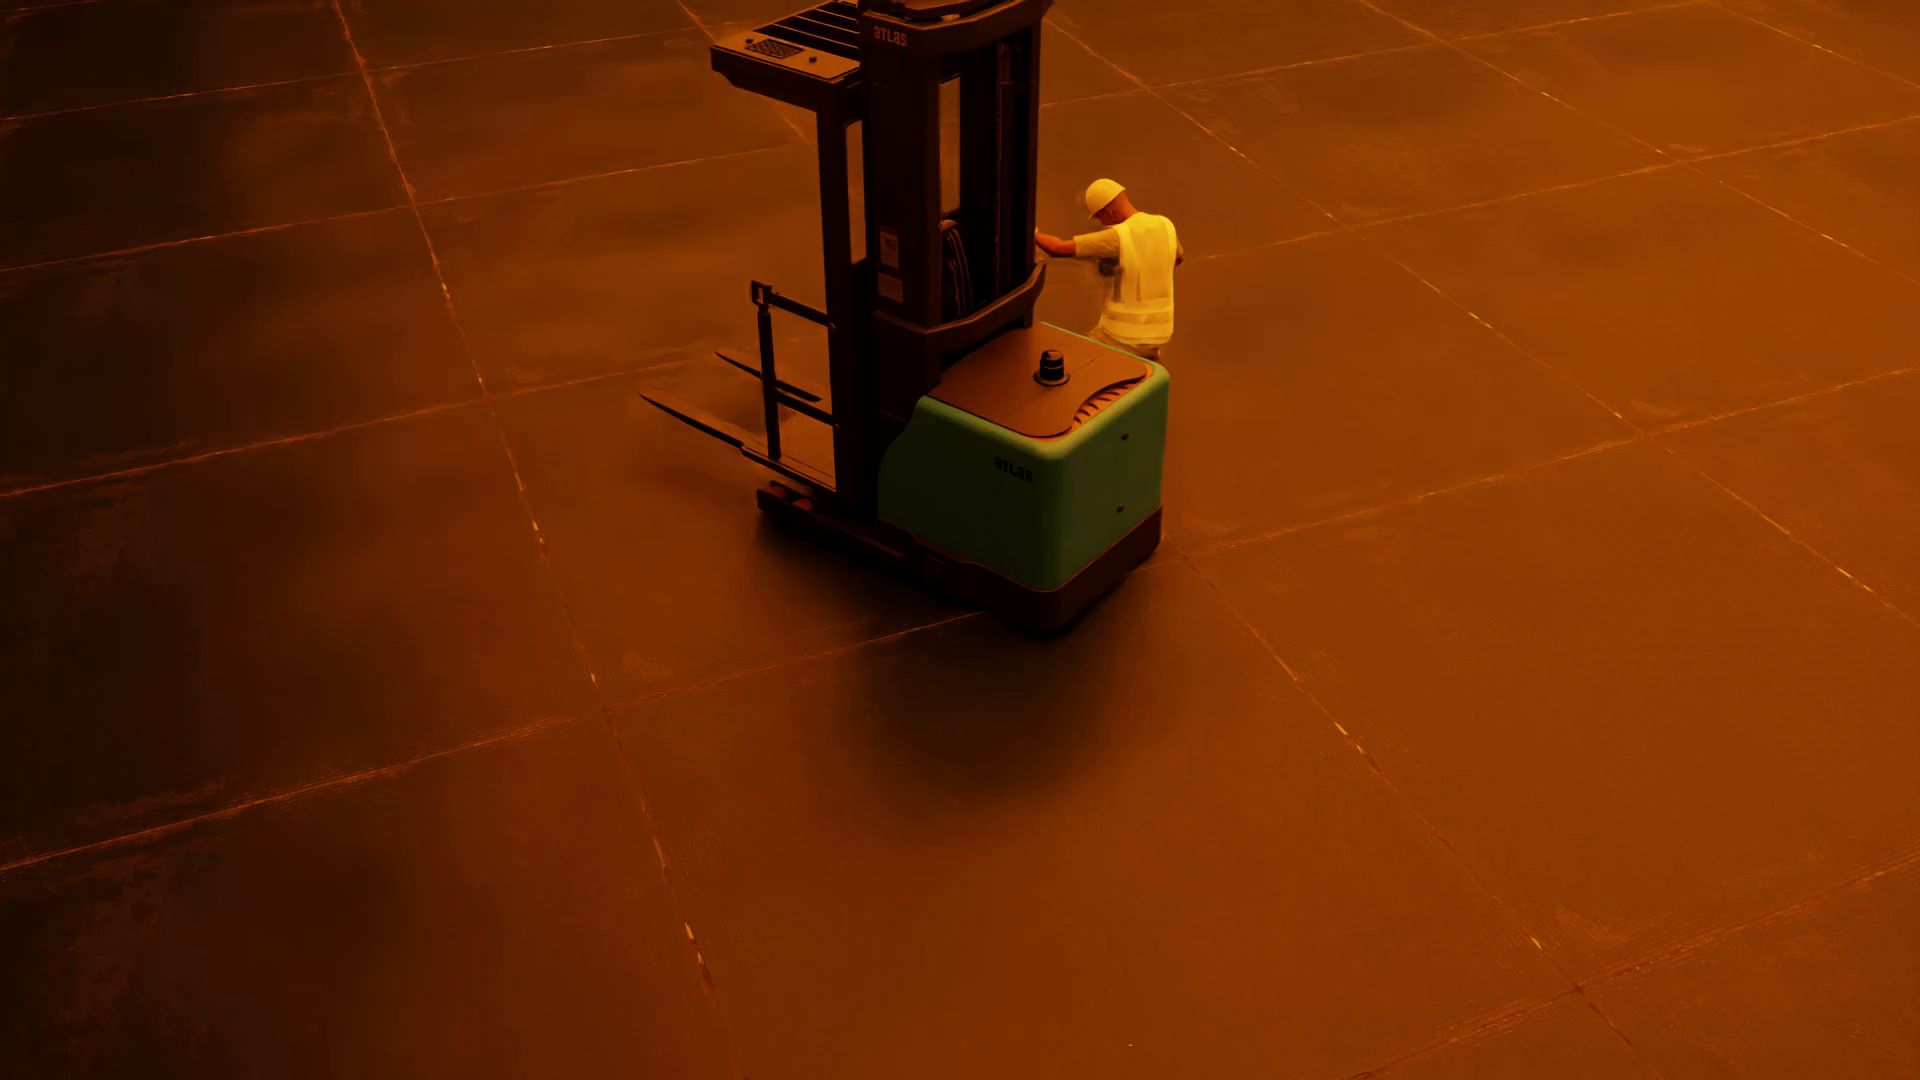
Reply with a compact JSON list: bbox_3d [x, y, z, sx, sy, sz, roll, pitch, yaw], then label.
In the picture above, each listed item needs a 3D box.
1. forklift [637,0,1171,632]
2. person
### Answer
[{"bbox_3d":[-0.442,-1.459,8.150,3.031,2.935,1.130,25,42,31],"label":"forklift"},{"bbox_3d":[0.808,-1.305,9.260,1.253,1.420,0.974,-18,39,-23],"label":"person"}]
